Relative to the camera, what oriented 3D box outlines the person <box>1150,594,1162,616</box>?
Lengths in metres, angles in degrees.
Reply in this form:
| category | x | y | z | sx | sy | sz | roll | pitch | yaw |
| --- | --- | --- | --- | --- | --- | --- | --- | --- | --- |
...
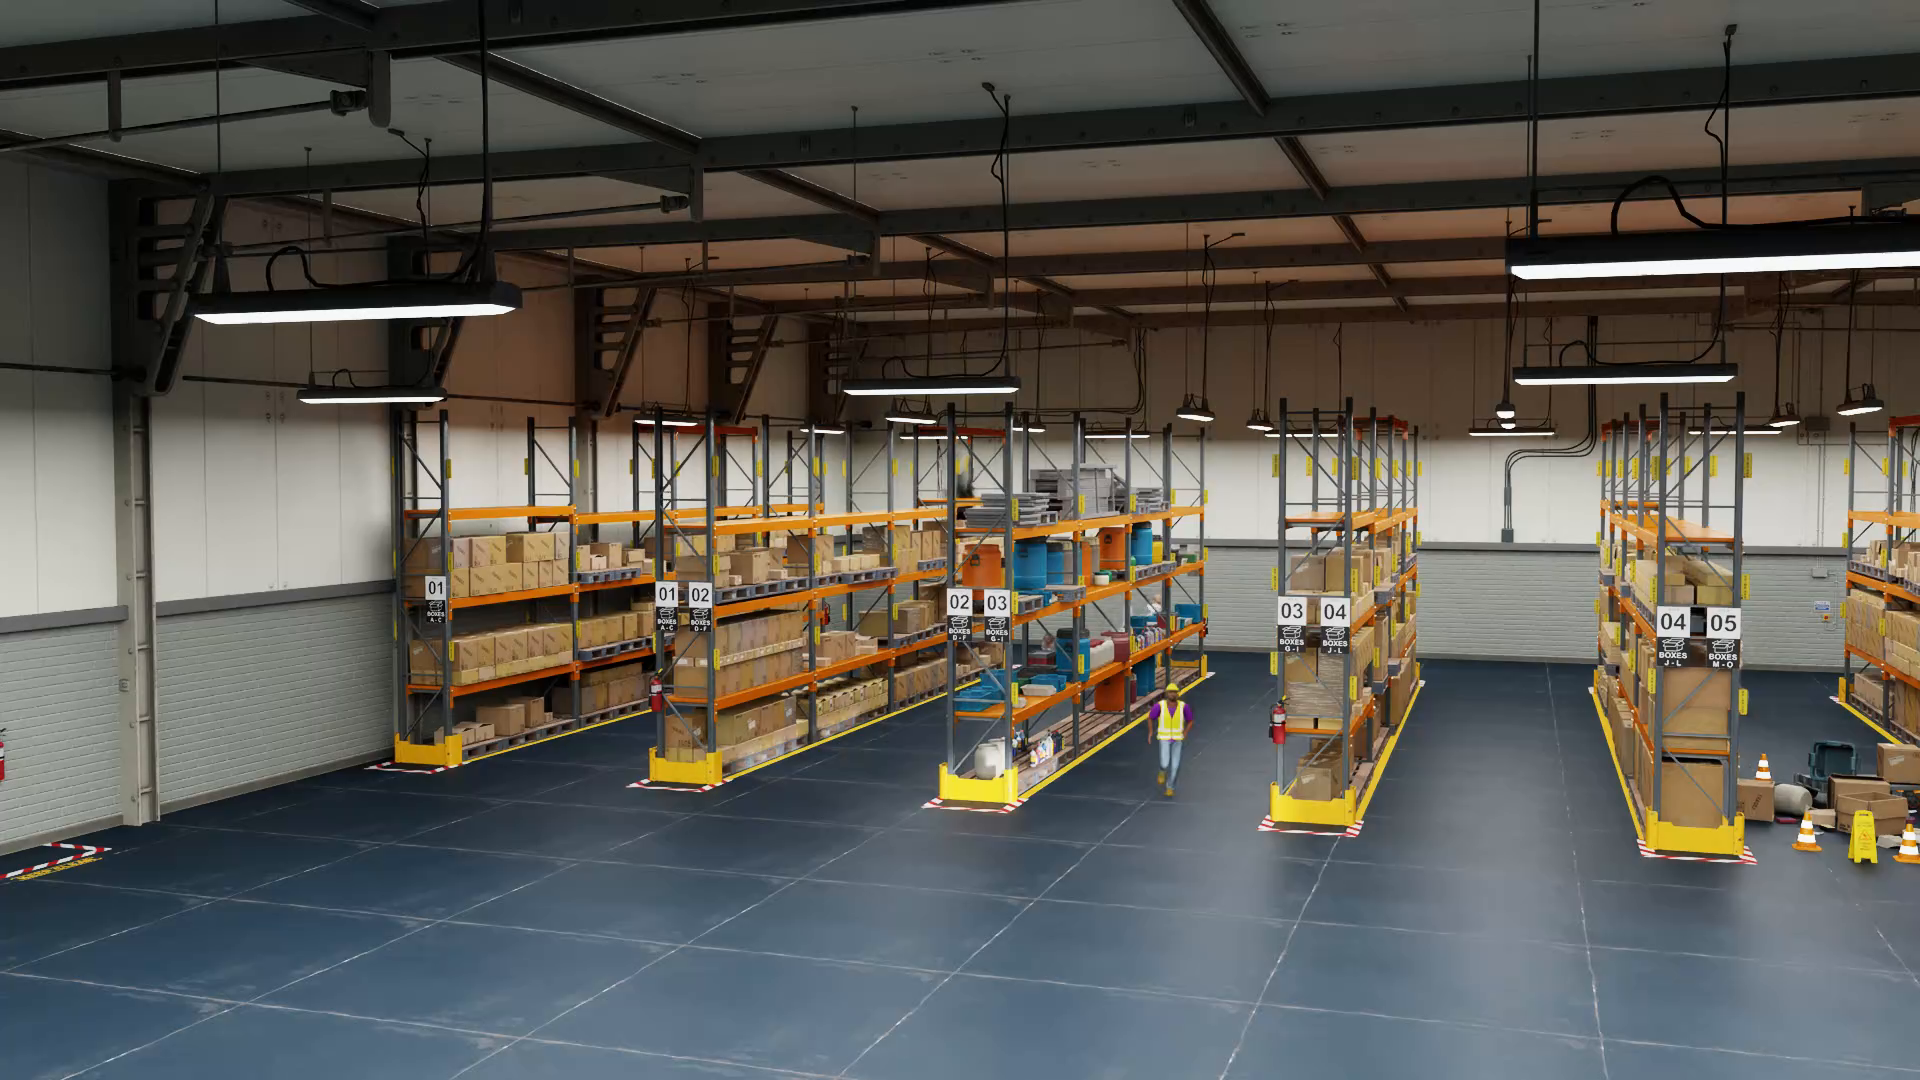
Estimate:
| category | x | y | z | sx | sy | sz | roll | pitch | yaw |
| --- | --- | --- | --- | --- | --- | --- | --- | --- | --- |
| person | 4.997 | 2.281 | 42.238 | 0.918 | 1.823 | 0.702 | 2 | 3 | 33 |

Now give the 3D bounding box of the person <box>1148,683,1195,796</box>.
| category | x | y | z | sx | sy | sz | roll | pitch | yaw |
| --- | --- | --- | --- | --- | --- | --- | --- | --- | --- |
| person | 3.245 | 3.055 | 25.517 | 0.717 | 1.717 | 0.591 | 0 | 2 | 5 |

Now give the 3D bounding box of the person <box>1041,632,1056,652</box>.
| category | x | y | z | sx | sy | sz | roll | pitch | yaw |
| --- | --- | --- | --- | --- | --- | --- | --- | --- | --- |
| person | 2.063 | 2.725 | 35.834 | 0.577 | 1.546 | 0.920 | 1 | 3 | 27 |
